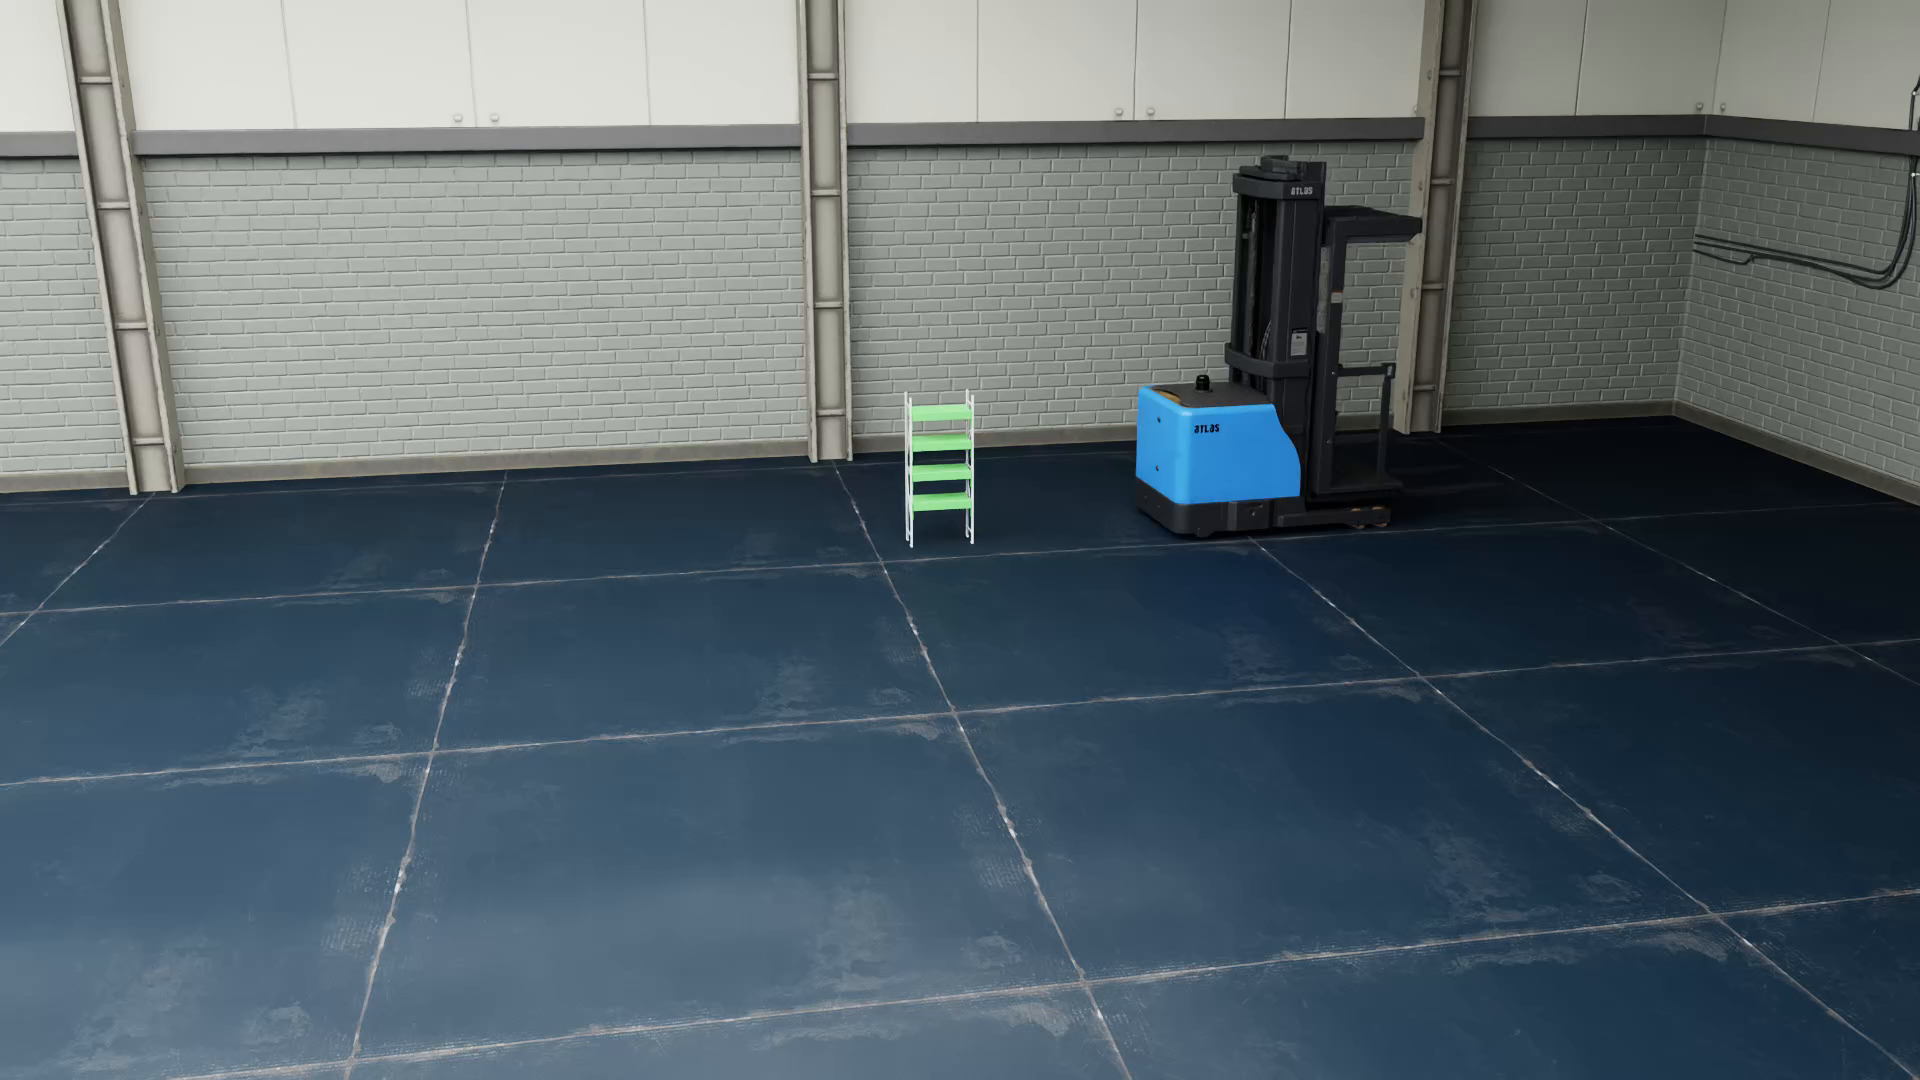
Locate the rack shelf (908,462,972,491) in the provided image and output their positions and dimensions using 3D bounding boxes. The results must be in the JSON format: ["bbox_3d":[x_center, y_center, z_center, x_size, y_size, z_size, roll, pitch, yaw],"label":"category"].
[{"bbox_3d":[-0.163,-0.503,13.124,0.480,0.148,0.258,-3,17,-10],"label":"rack shelf"}]

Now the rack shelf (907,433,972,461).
[{"bbox_3d":[-0.163,-0.733,13.054,0.480,0.148,0.258,-3,17,-10],"label":"rack shelf"}]

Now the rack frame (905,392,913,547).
[{"bbox_3d":[-0.402,-0.551,13.061,0.015,1.200,0.240,-3,17,-10],"label":"rack frame"}]

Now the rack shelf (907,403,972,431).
[{"bbox_3d":[-0.163,-0.962,12.983,0.480,0.148,0.258,-3,17,-10],"label":"rack shelf"}]

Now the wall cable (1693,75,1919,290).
[{"bbox_3d":[7.799,-3.723,15.394,0.112,2.526,3.097,-3,17,-10],"label":"wall cable"}]

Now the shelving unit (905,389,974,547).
[{"bbox_3d":[-0.163,-0.564,13.106,0.503,1.200,0.258,-3,17,-10],"label":"shelving unit"}]

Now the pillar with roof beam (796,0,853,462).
[{"bbox_3d":[-0.419,-3.849,10.517,0.400,9.000,9.100,-3,17,-10],"label":"pillar with roof beam"}]

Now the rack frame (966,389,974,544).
[{"bbox_3d":[0.077,-0.578,13.150,0.015,1.200,0.240,-3,17,-10],"label":"rack frame"}]

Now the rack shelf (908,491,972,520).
[{"bbox_3d":[-0.163,-0.274,13.195,0.480,0.148,0.258,-3,17,-10],"label":"rack shelf"}]

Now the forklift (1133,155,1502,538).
[{"bbox_3d":[3.043,-1.637,13.649,3.031,2.935,1.130,-5,18,-14],"label":"forklift"}]

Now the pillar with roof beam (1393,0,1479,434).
[{"bbox_3d":[5.472,-4.183,11.605,0.400,9.000,9.100,-3,17,-10],"label":"pillar with roof beam"}]

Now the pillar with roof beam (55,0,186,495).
[{"bbox_3d":[-6.310,-3.515,9.429,0.400,9.000,9.100,-3,17,-10],"label":"pillar with roof beam"}]
